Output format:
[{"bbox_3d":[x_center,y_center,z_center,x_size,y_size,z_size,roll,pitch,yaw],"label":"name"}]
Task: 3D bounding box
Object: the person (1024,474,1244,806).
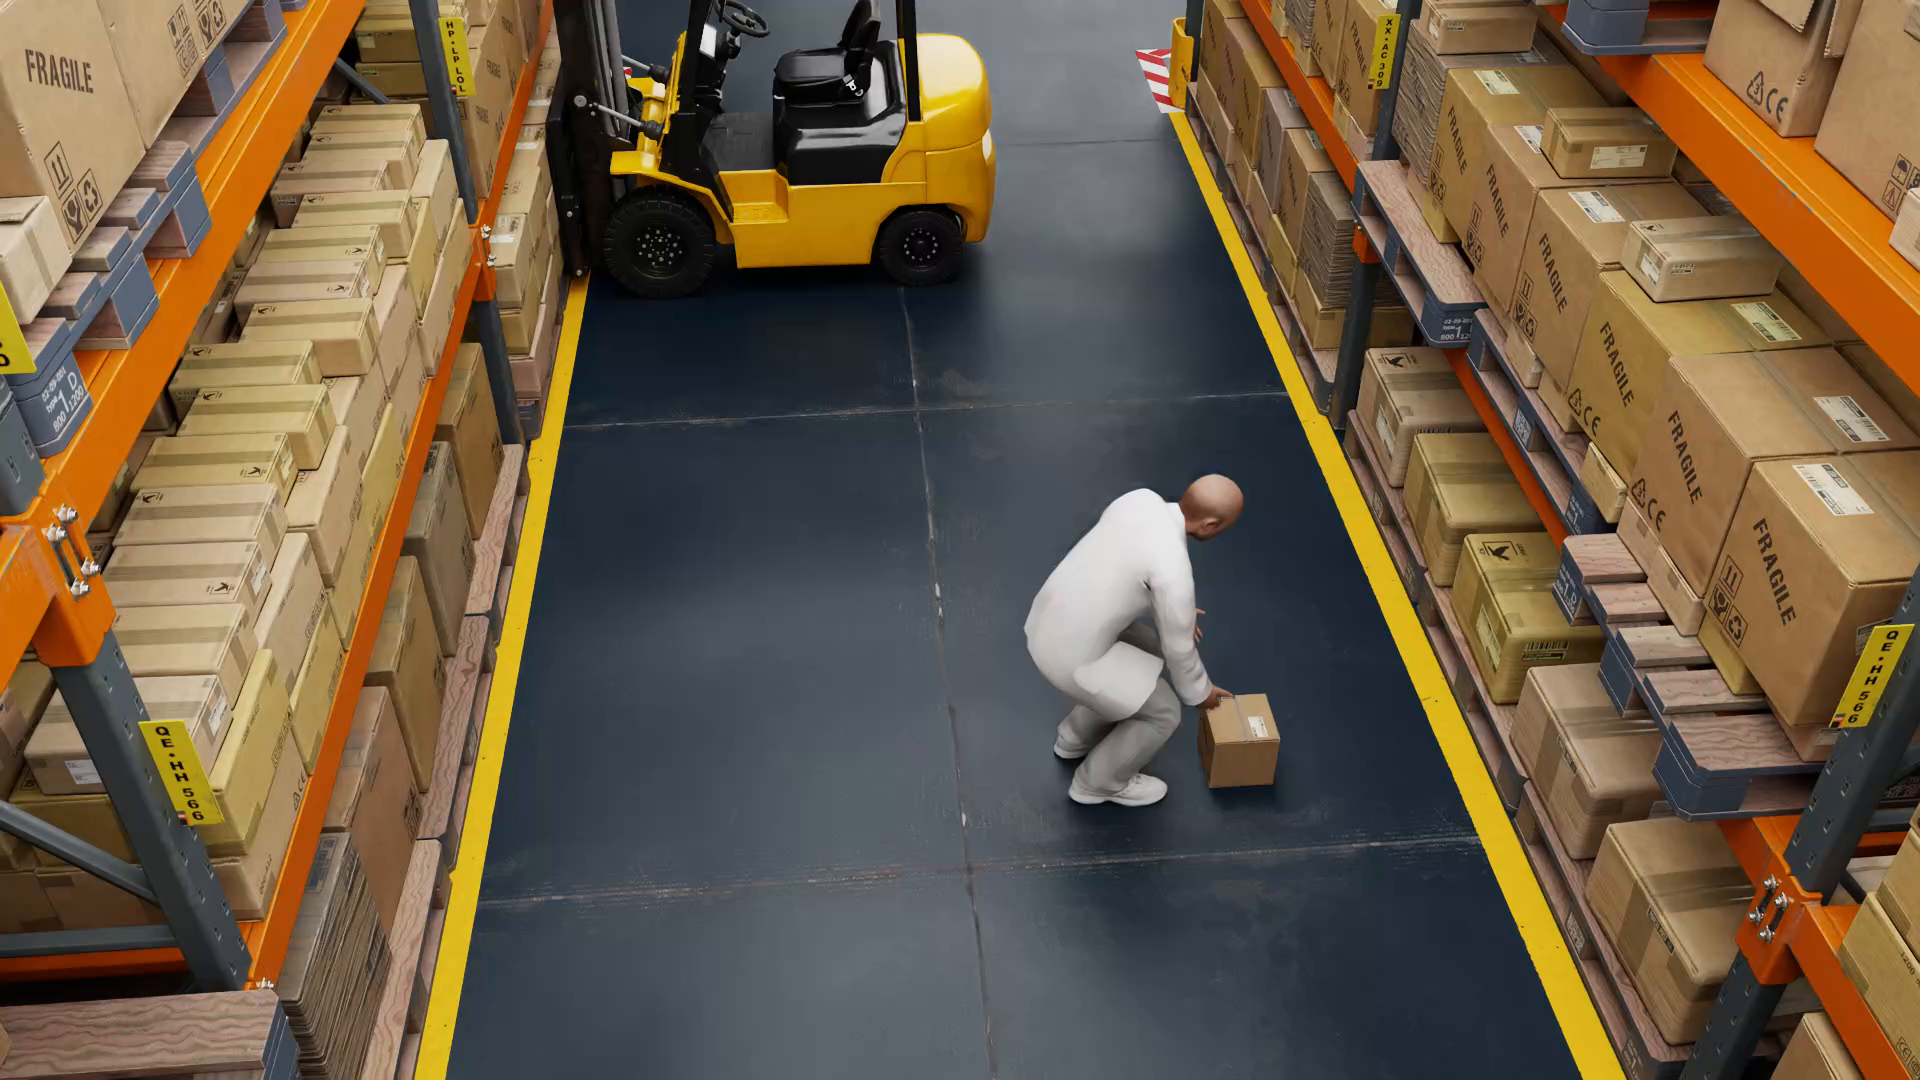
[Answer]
[{"bbox_3d":[0.607,0.346,6.073,0.752,1.356,0.631,-3,39,-4],"label":"person"}]
